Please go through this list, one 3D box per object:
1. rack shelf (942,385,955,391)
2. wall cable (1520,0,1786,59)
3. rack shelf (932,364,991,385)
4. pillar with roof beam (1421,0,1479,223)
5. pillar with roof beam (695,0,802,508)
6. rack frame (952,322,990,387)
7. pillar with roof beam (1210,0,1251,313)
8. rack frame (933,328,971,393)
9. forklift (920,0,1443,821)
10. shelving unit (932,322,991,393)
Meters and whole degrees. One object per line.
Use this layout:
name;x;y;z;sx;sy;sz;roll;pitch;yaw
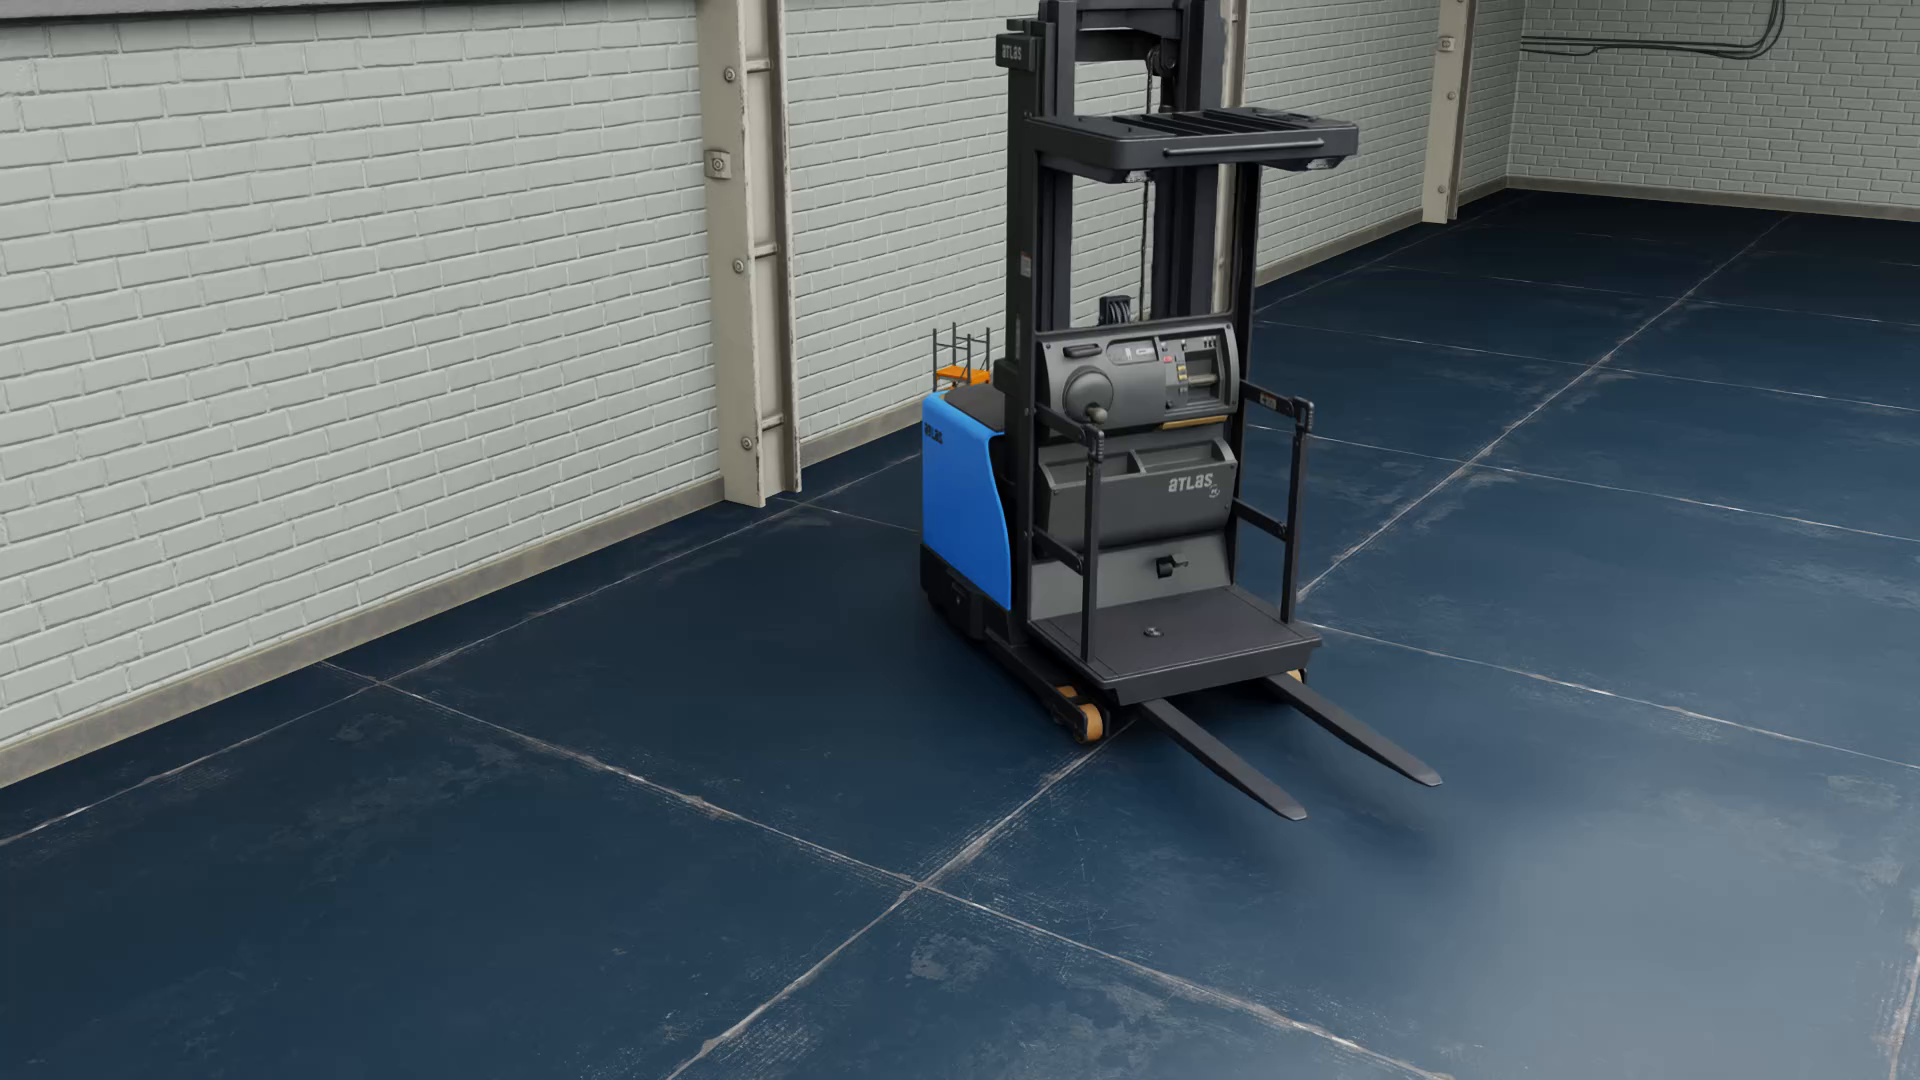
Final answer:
rack shelf;0.008;-0.750;9.000;0.258;0.103;0.180;13;24;32
wall cable;8.302;-7.071;19.884;3.097;2.526;0.112;13;24;32
rack shelf;0.008;-0.863;8.959;0.258;0.103;0.180;13;24;32
pillar with roof beam;9.113;-7.100;15.488;9.100;9.000;0.400;13;24;32
pillar with roof beam;2.367;-3.657;6.180;9.100;9.000;0.400;13;24;32
rack frame;0.060;-0.593;9.139;0.240;1.200;0.006;13;24;32
pillar with roof beam;5.740;-5.378;10.834;9.100;9.000;0.400;13;24;32
rack frame;-0.043;-0.541;8.997;0.240;1.200;0.006;13;24;32
forklift;0.868;-0.693;6.915;1.130;2.935;3.031;-9;22;-23
shelving unit;0.008;-0.567;9.068;0.258;1.200;0.189;13;24;32
